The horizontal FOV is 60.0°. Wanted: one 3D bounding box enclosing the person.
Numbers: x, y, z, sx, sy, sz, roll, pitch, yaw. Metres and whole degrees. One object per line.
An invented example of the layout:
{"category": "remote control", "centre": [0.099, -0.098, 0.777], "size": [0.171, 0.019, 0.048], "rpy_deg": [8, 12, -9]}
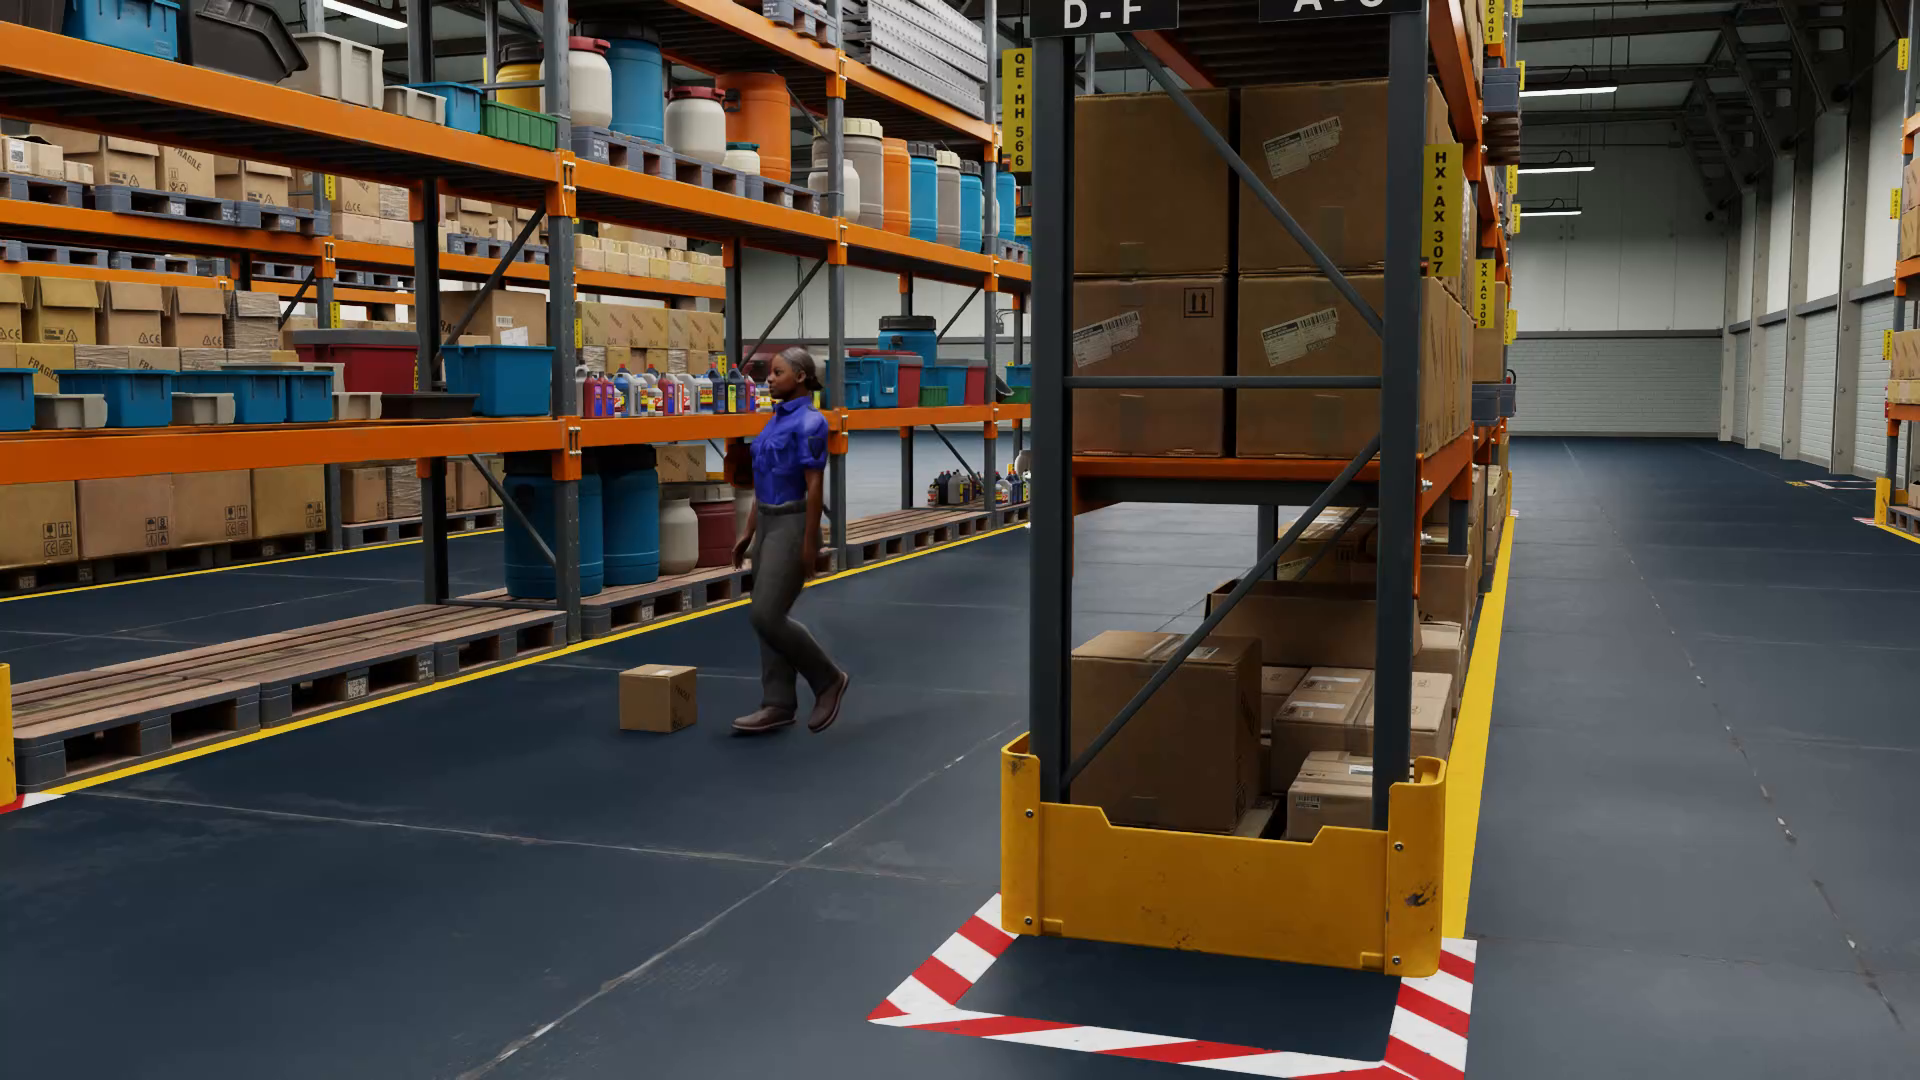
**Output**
{"category": "person", "centre": [-0.753, -0.002, 7.163], "size": [0.482, 1.648, 0.454], "rpy_deg": [-3, 6, -26]}
